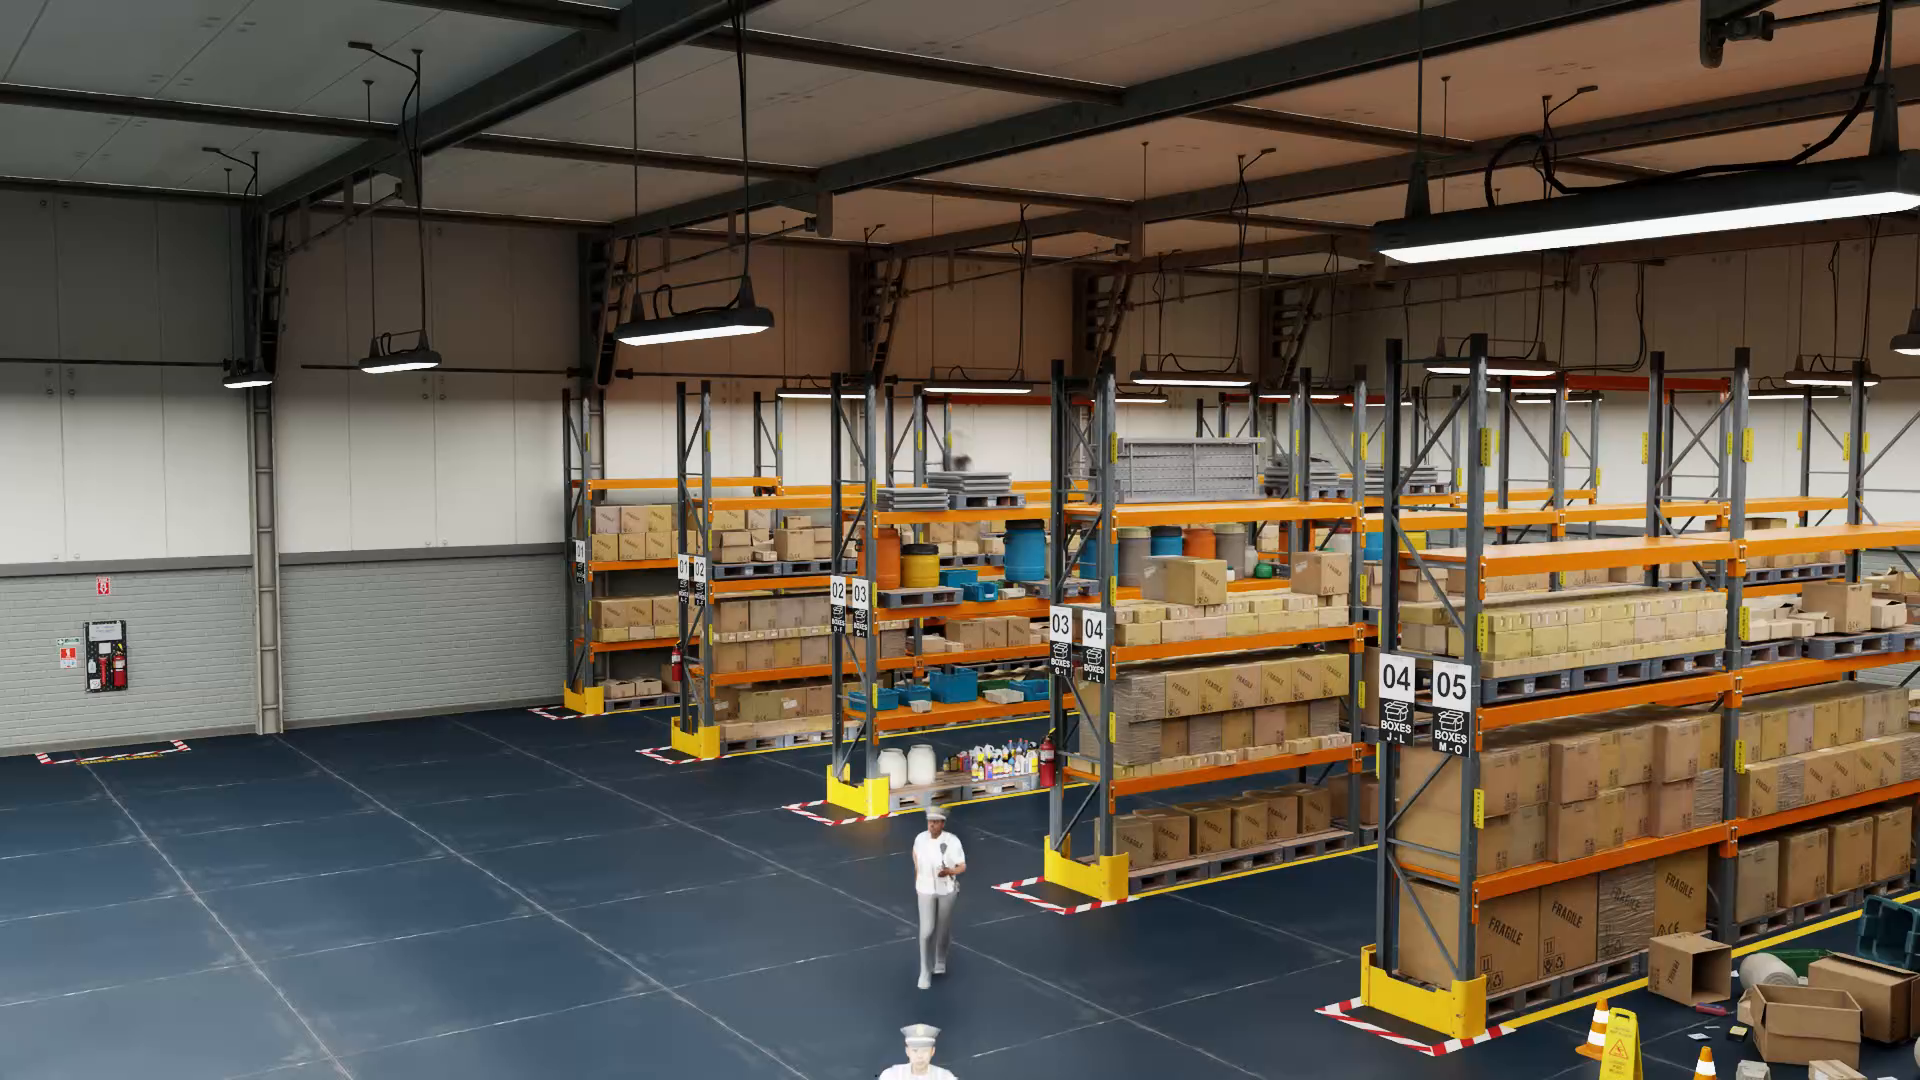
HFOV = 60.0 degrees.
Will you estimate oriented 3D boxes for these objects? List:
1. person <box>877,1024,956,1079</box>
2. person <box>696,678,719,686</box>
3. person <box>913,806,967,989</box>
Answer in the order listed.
[{"bbox_3d":[-0.257,3.685,9.842,0.586,1.675,0.646,0,4,-4],"label":"person"},{"bbox_3d":[-4.237,2.517,28.807,0.584,1.592,0.573,-3,5,-40],"label":"person"},{"bbox_3d":[-0.204,3.341,15.579,0.546,1.746,0.725,0,4,6],"label":"person"}]
